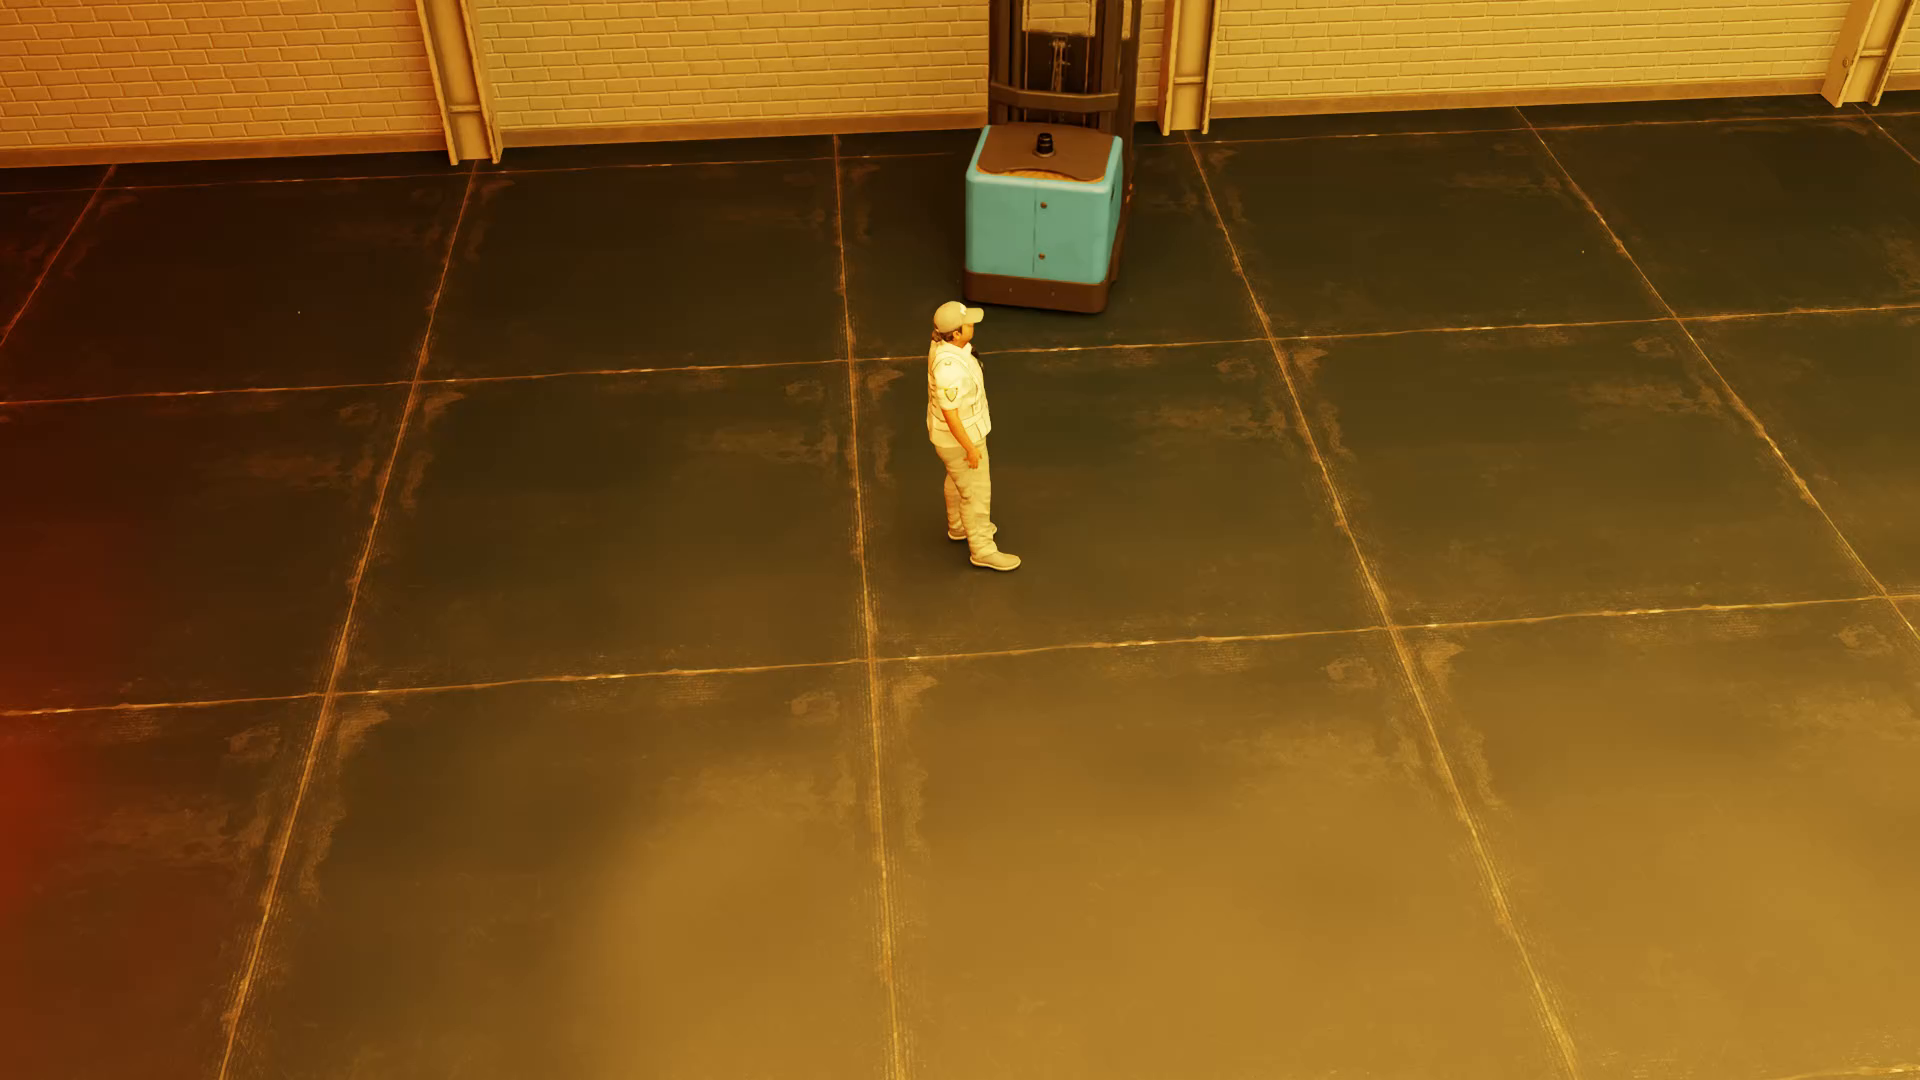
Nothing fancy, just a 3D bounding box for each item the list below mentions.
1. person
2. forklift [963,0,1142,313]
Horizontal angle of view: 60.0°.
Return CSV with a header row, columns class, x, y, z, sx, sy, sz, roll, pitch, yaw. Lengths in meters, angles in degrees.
class,x,y,z,sx,sy,sz,roll,pitch,yaw
person,0.078,-0.629,9.634,0.529,1.670,0.598,-3,41,-4
forklift,0.797,-3.713,12.279,1.130,2.935,3.031,7,41,8
